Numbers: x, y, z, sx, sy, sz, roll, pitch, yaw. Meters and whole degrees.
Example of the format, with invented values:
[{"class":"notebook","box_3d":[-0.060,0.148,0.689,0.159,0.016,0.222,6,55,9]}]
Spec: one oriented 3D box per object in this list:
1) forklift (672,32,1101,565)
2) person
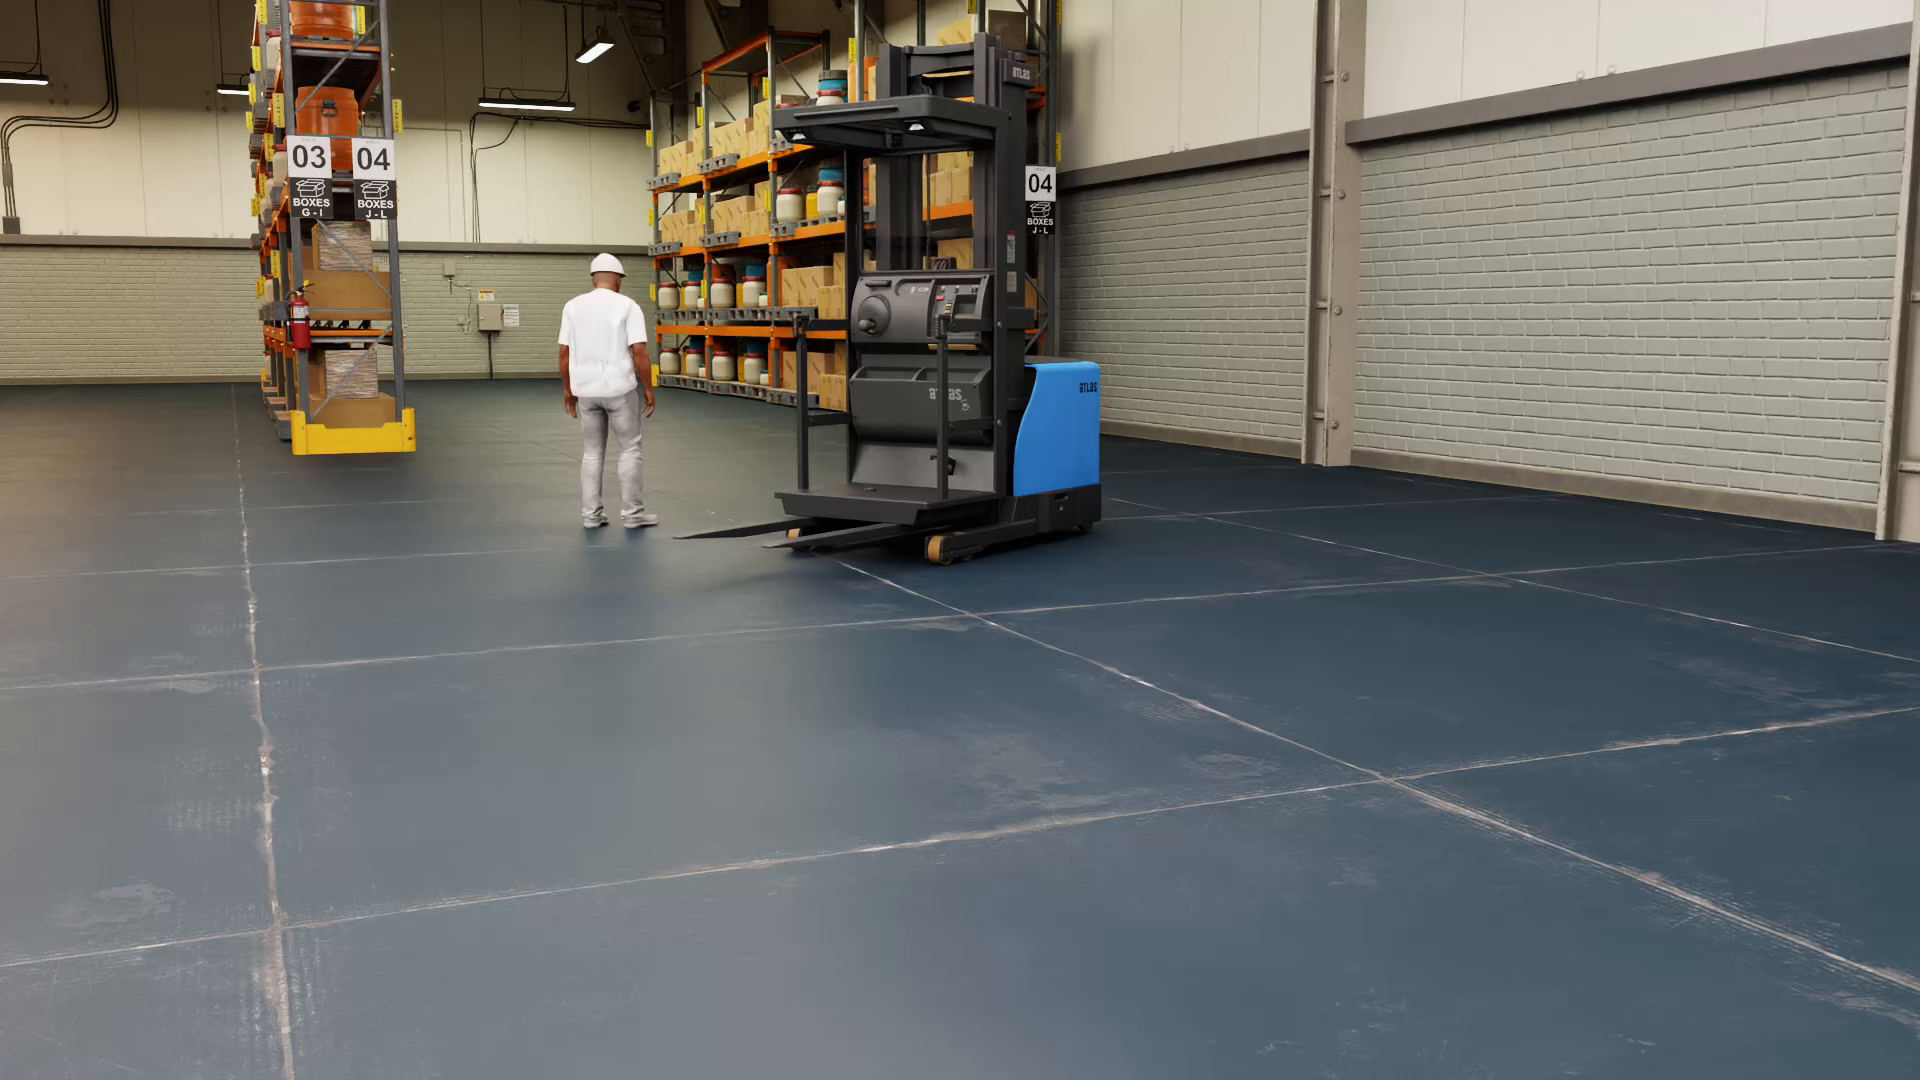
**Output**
[{"class":"forklift","box_3d":[-0.353,-1.386,9.451,1.130,2.935,3.031,5,9,34]},{"class":"person","box_3d":[-2.267,-0.962,10.733,0.632,1.759,0.461,2,8,14]}]
